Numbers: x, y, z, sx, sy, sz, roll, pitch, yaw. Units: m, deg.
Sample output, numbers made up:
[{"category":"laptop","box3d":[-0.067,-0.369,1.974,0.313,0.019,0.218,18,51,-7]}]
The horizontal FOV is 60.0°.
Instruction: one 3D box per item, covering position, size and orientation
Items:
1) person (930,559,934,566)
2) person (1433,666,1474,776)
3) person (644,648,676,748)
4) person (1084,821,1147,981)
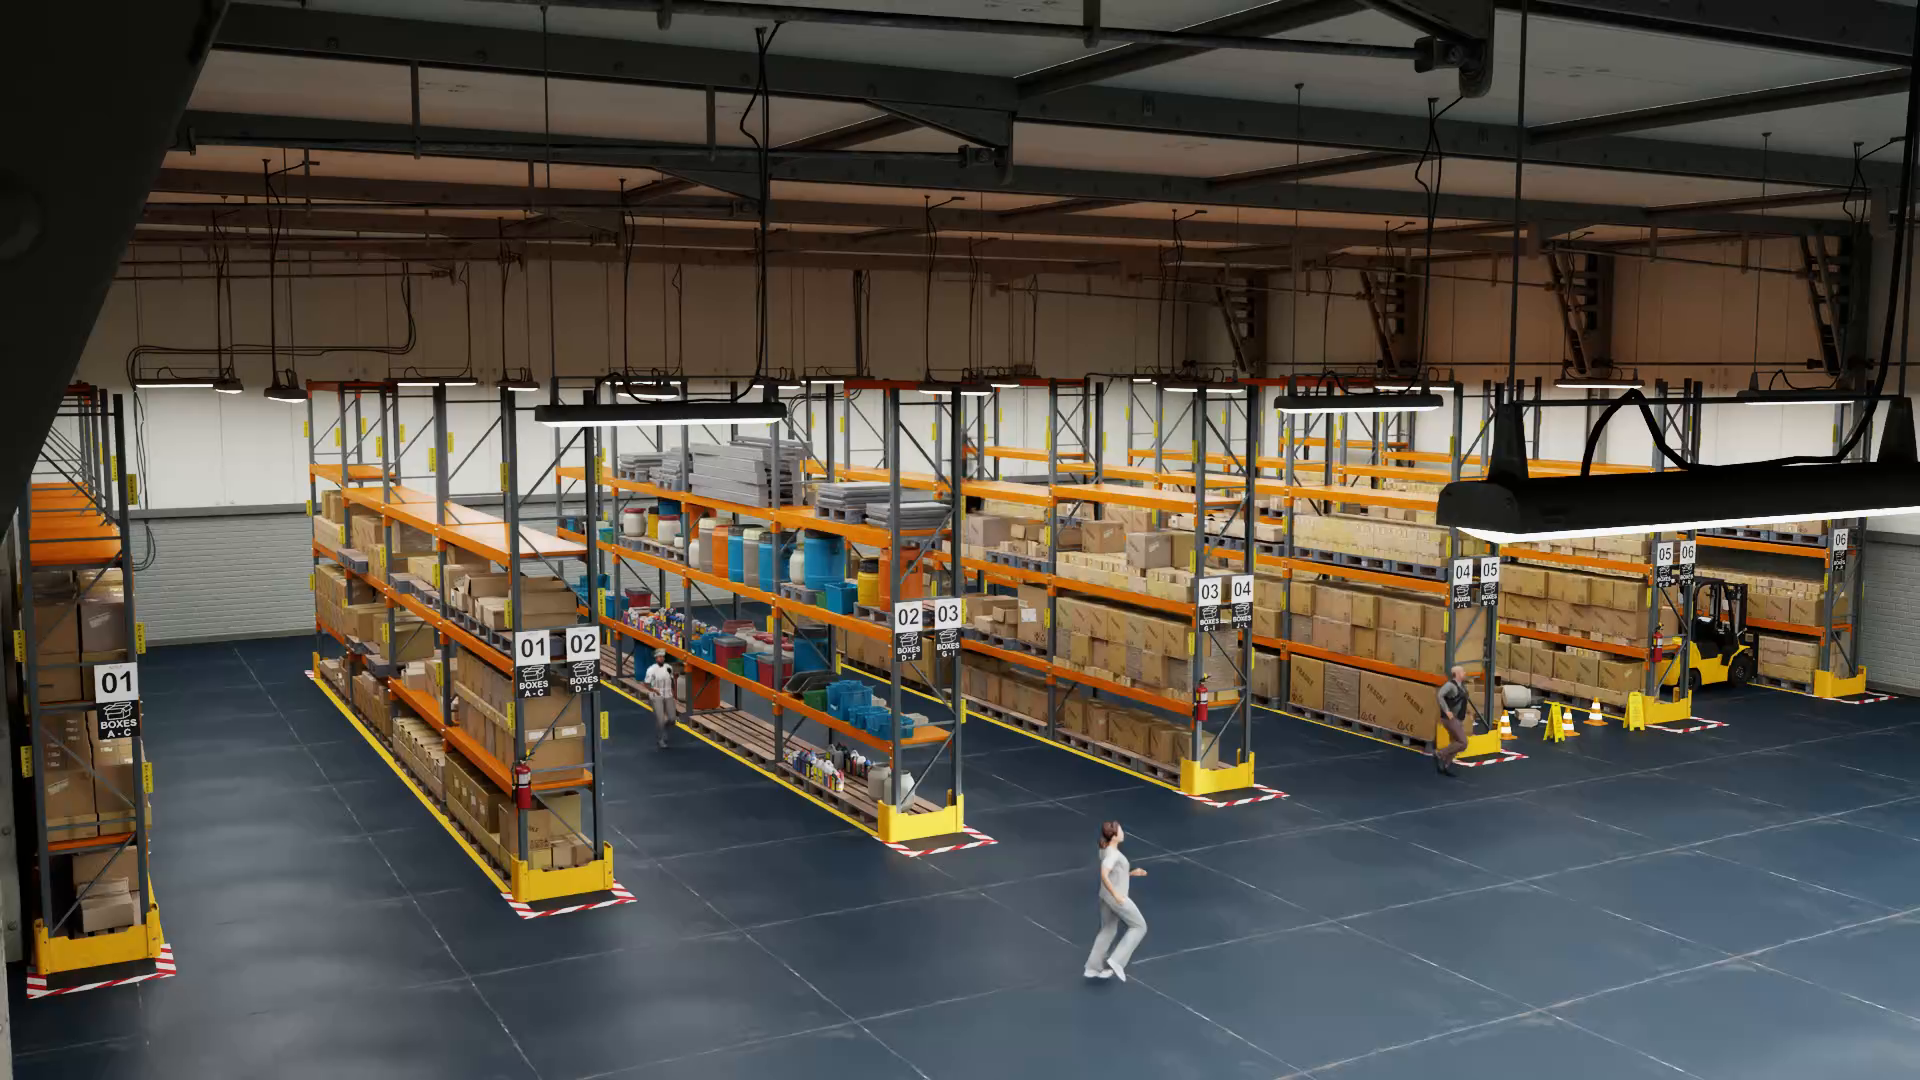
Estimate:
[{"category":"person","box3d":[-0.703,1.286,39.421,0.781,1.722,0.768,-1,6,-13]},{"category":"person","box3d":[7.648,2.779,25.679,0.535,1.668,0.699,3,7,29]},{"category":"person","box3d":[-4.903,2.596,27.388,0.571,1.653,0.572,-4,7,-32]},{"category":"person","box3d":[1.602,3.690,17.026,0.670,1.659,0.537,-2,6,-17]}]
